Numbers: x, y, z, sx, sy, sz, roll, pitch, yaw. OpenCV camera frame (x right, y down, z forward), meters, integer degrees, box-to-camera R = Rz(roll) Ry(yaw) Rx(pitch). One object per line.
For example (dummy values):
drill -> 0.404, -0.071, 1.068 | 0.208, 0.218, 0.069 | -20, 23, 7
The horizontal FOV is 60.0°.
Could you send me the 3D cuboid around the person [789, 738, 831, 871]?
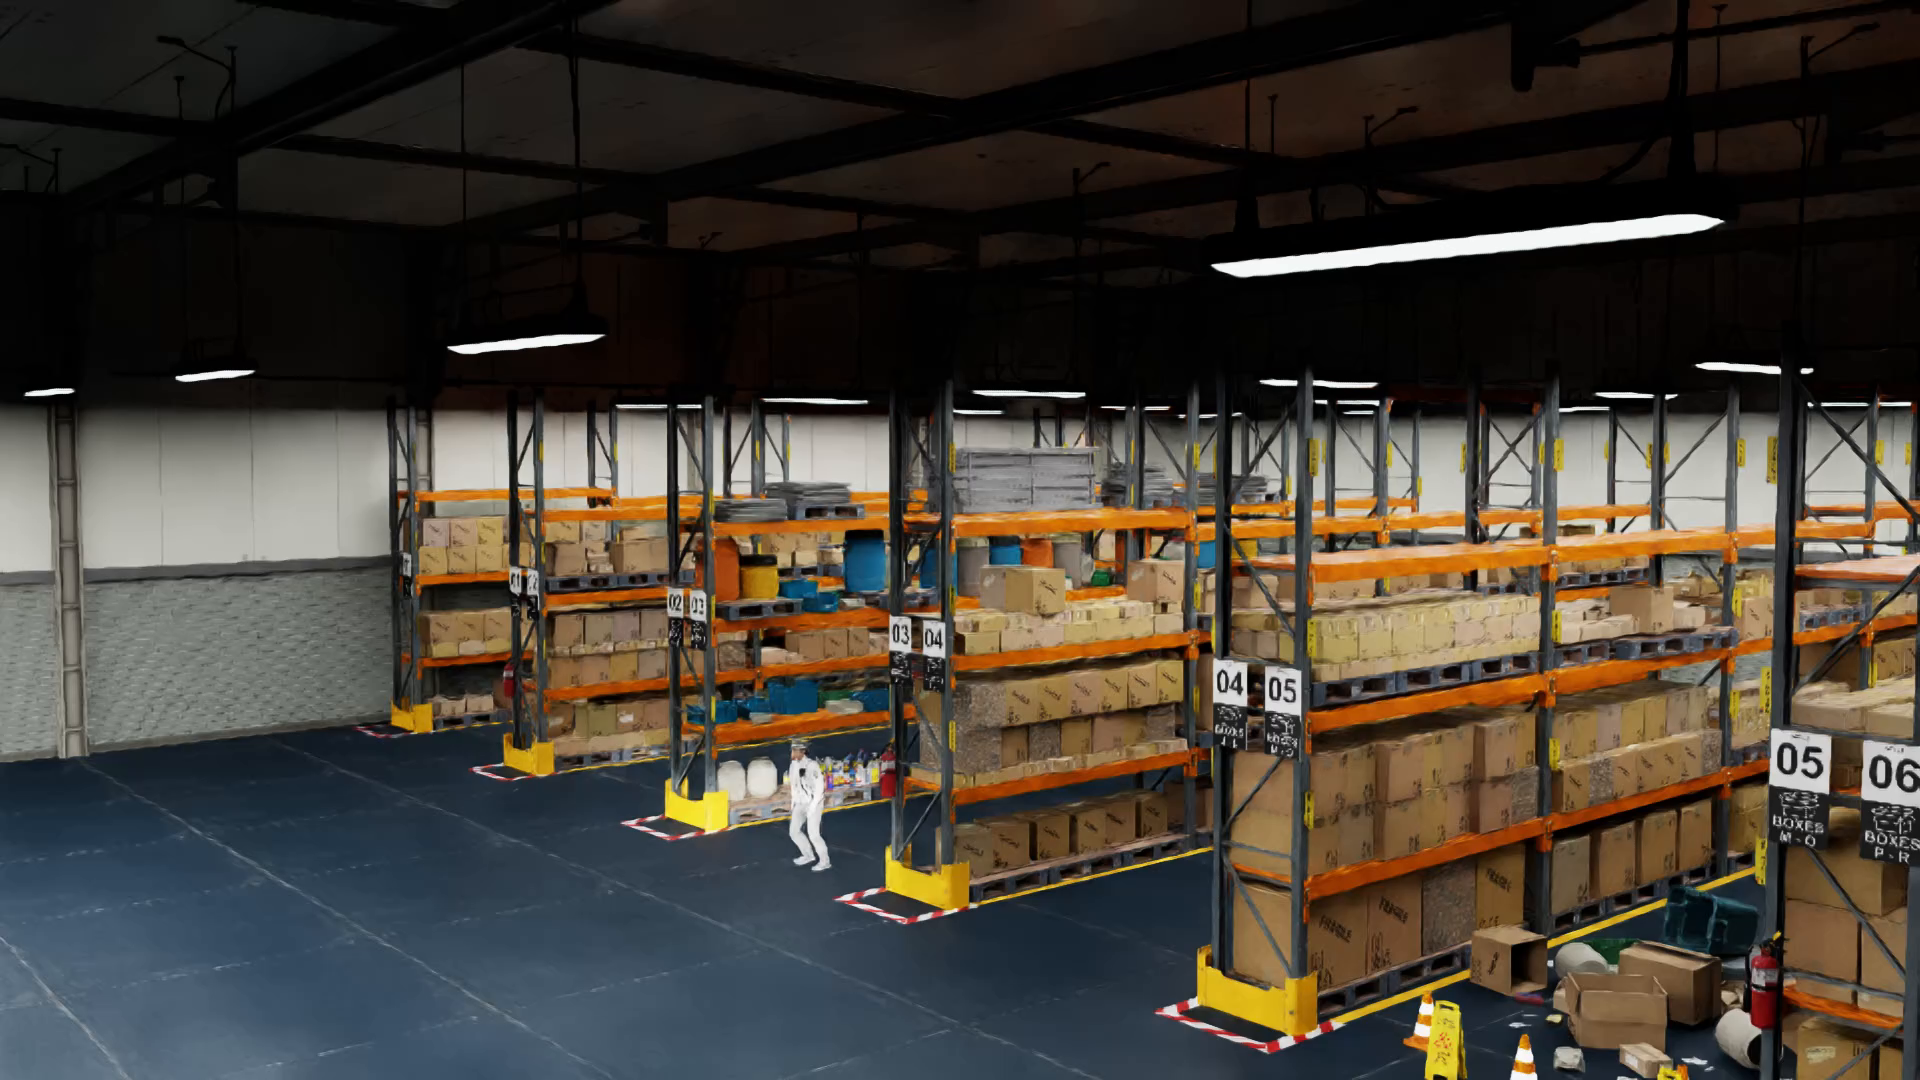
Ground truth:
person -> -1.844, 3.180, 20.137 | 0.512, 1.632, 0.639 | -3, 4, -42
